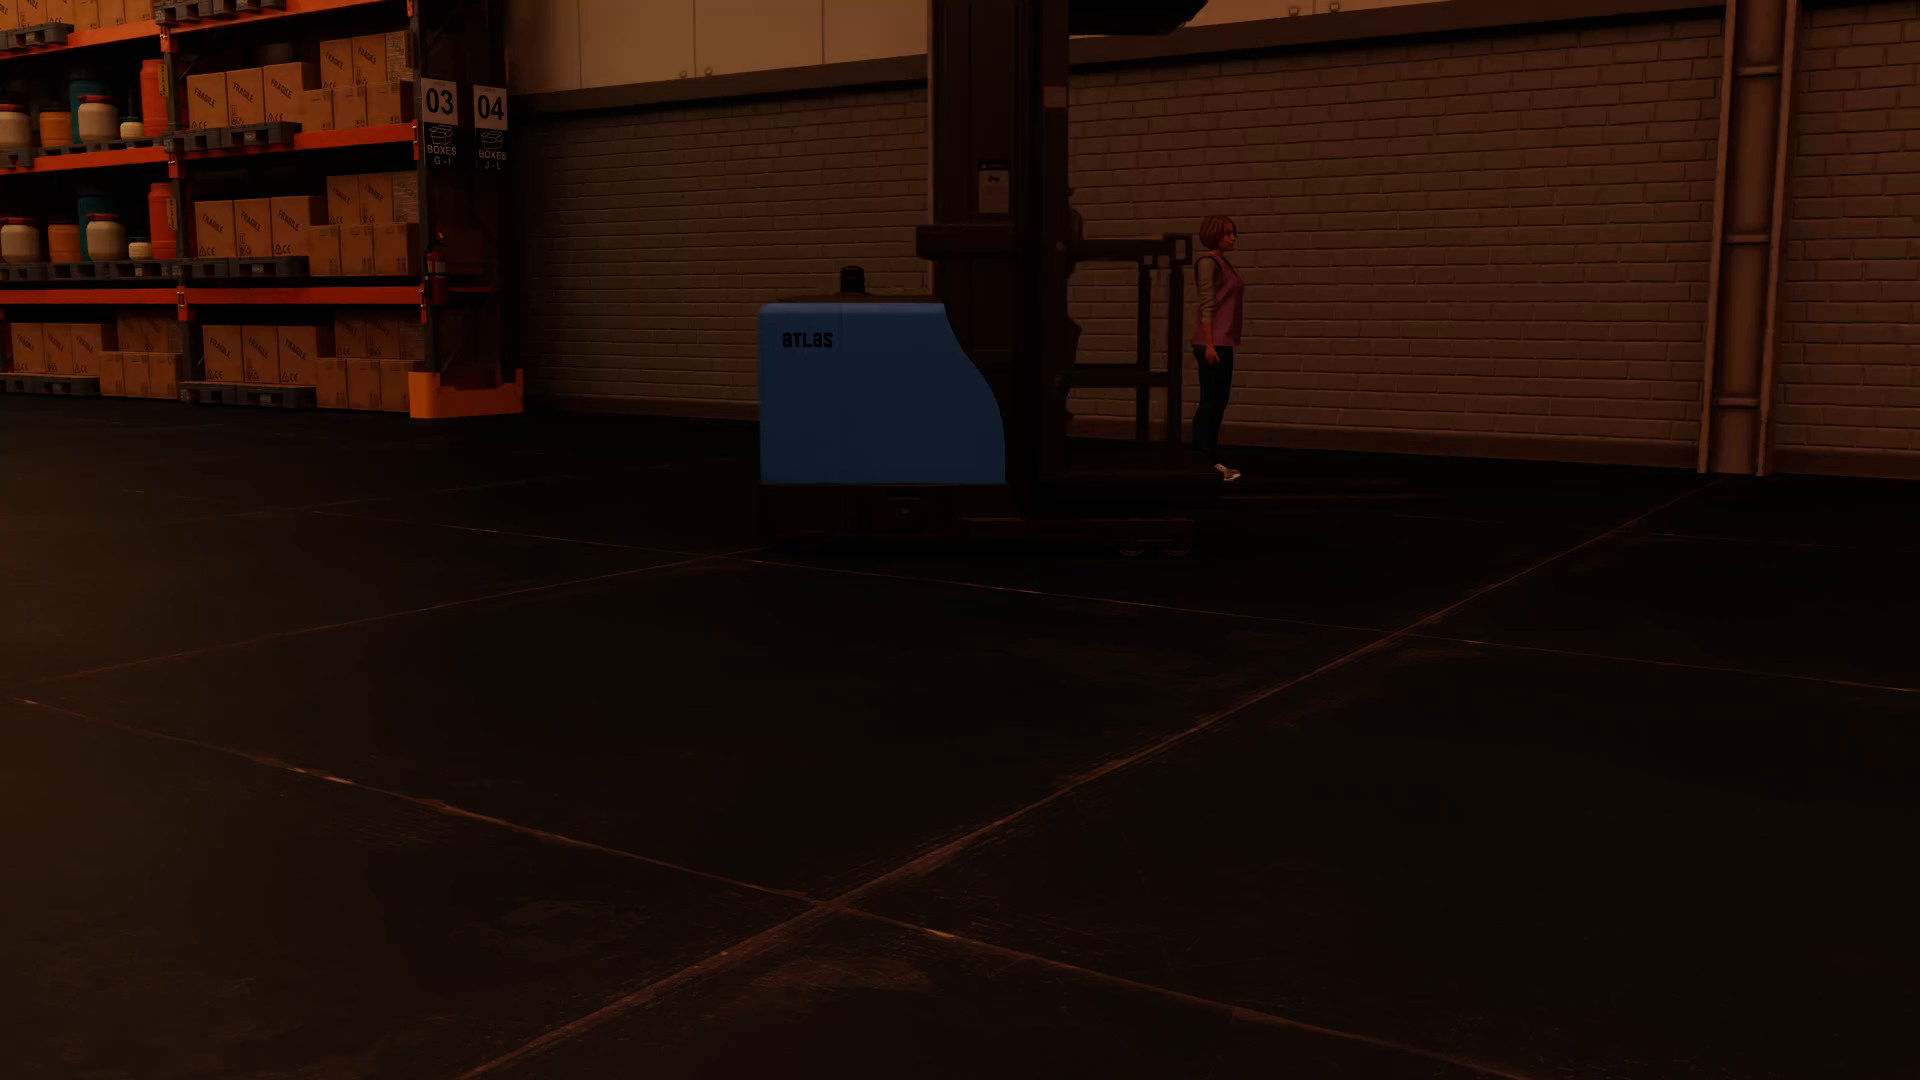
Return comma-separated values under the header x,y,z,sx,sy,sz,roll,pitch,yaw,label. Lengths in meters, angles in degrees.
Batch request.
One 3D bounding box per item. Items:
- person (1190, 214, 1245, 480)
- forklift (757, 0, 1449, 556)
x,y,z,sx,sy,sz,roll,pitch,yaw,label
1.555,-1.157,10.058,0.316,1.603,0.415,3,9,21,person
0.632,-1.456,7.433,3.031,2.935,1.130,0,8,-1,forklift
